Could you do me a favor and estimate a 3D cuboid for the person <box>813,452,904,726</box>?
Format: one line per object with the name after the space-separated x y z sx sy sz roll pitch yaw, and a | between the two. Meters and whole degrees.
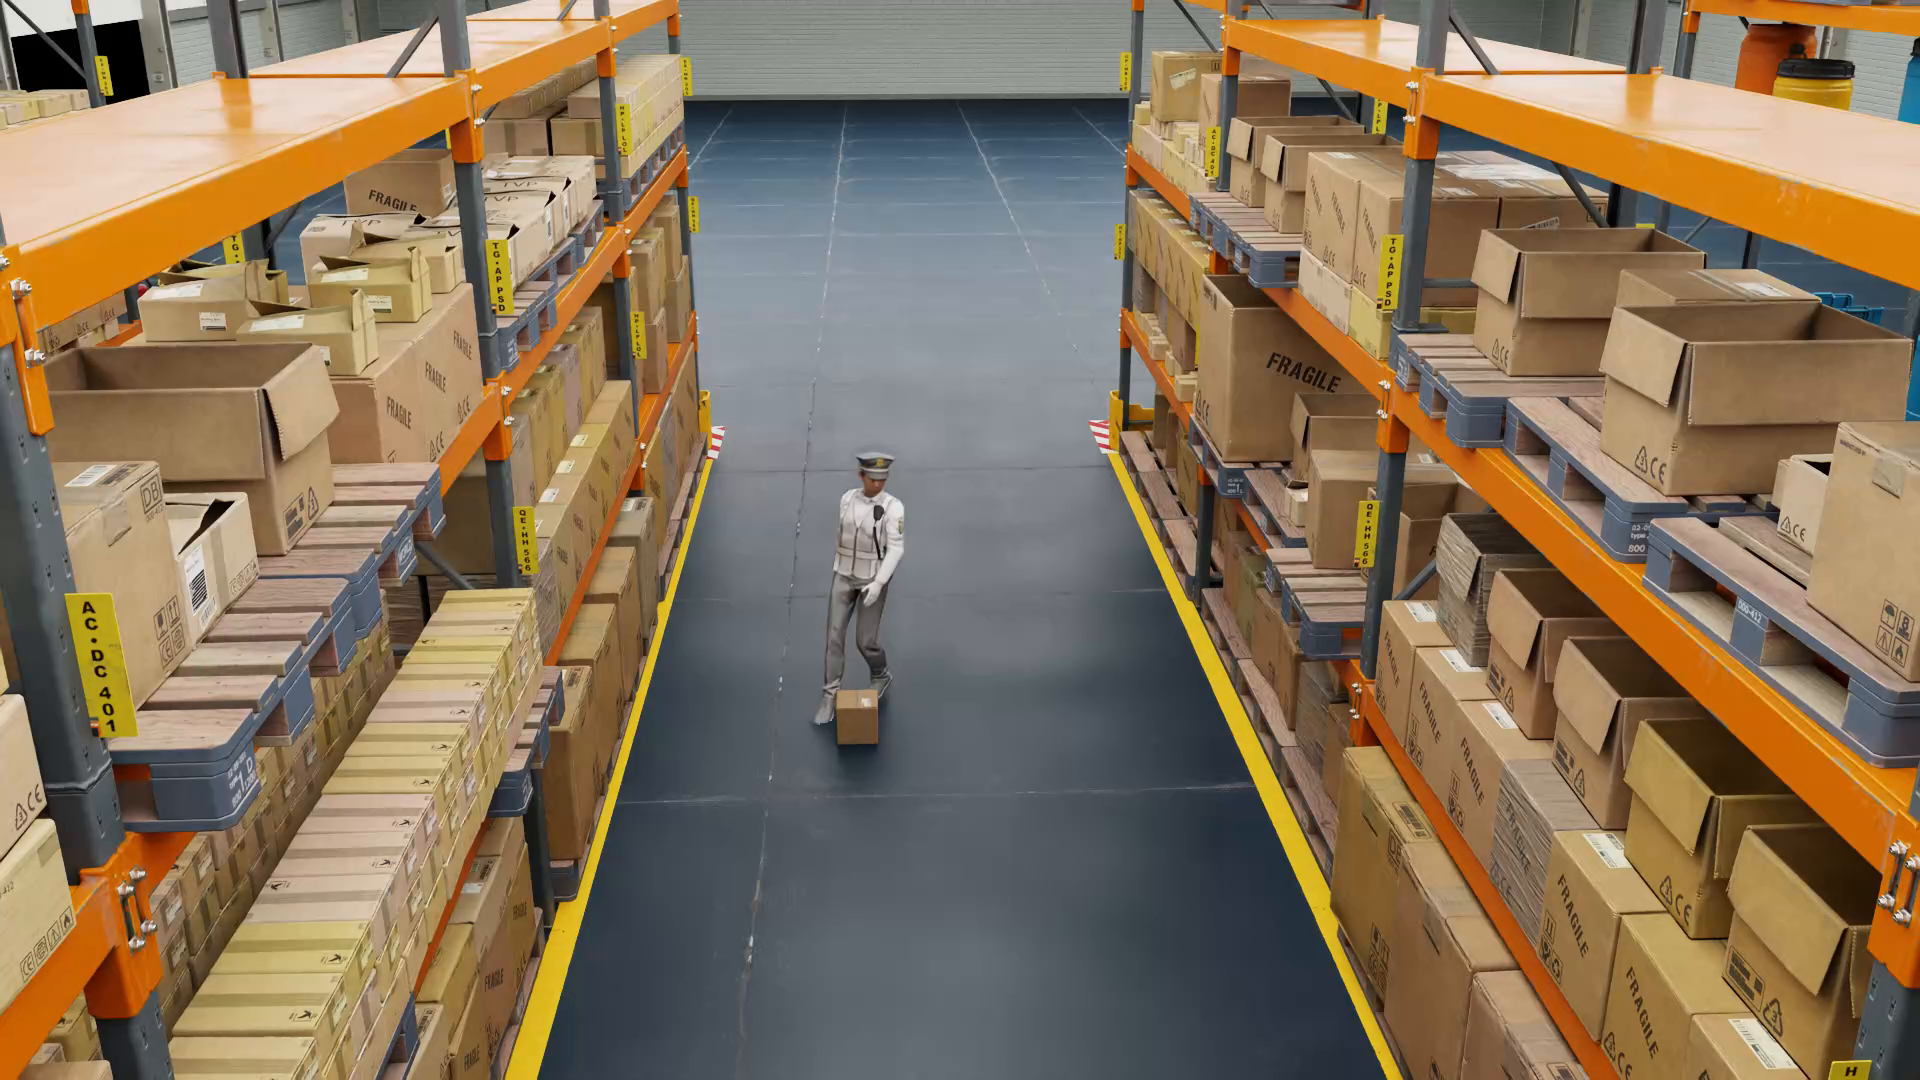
-0.637 0.306 10.344 0.510 1.662 0.720 8 22 20 | person
